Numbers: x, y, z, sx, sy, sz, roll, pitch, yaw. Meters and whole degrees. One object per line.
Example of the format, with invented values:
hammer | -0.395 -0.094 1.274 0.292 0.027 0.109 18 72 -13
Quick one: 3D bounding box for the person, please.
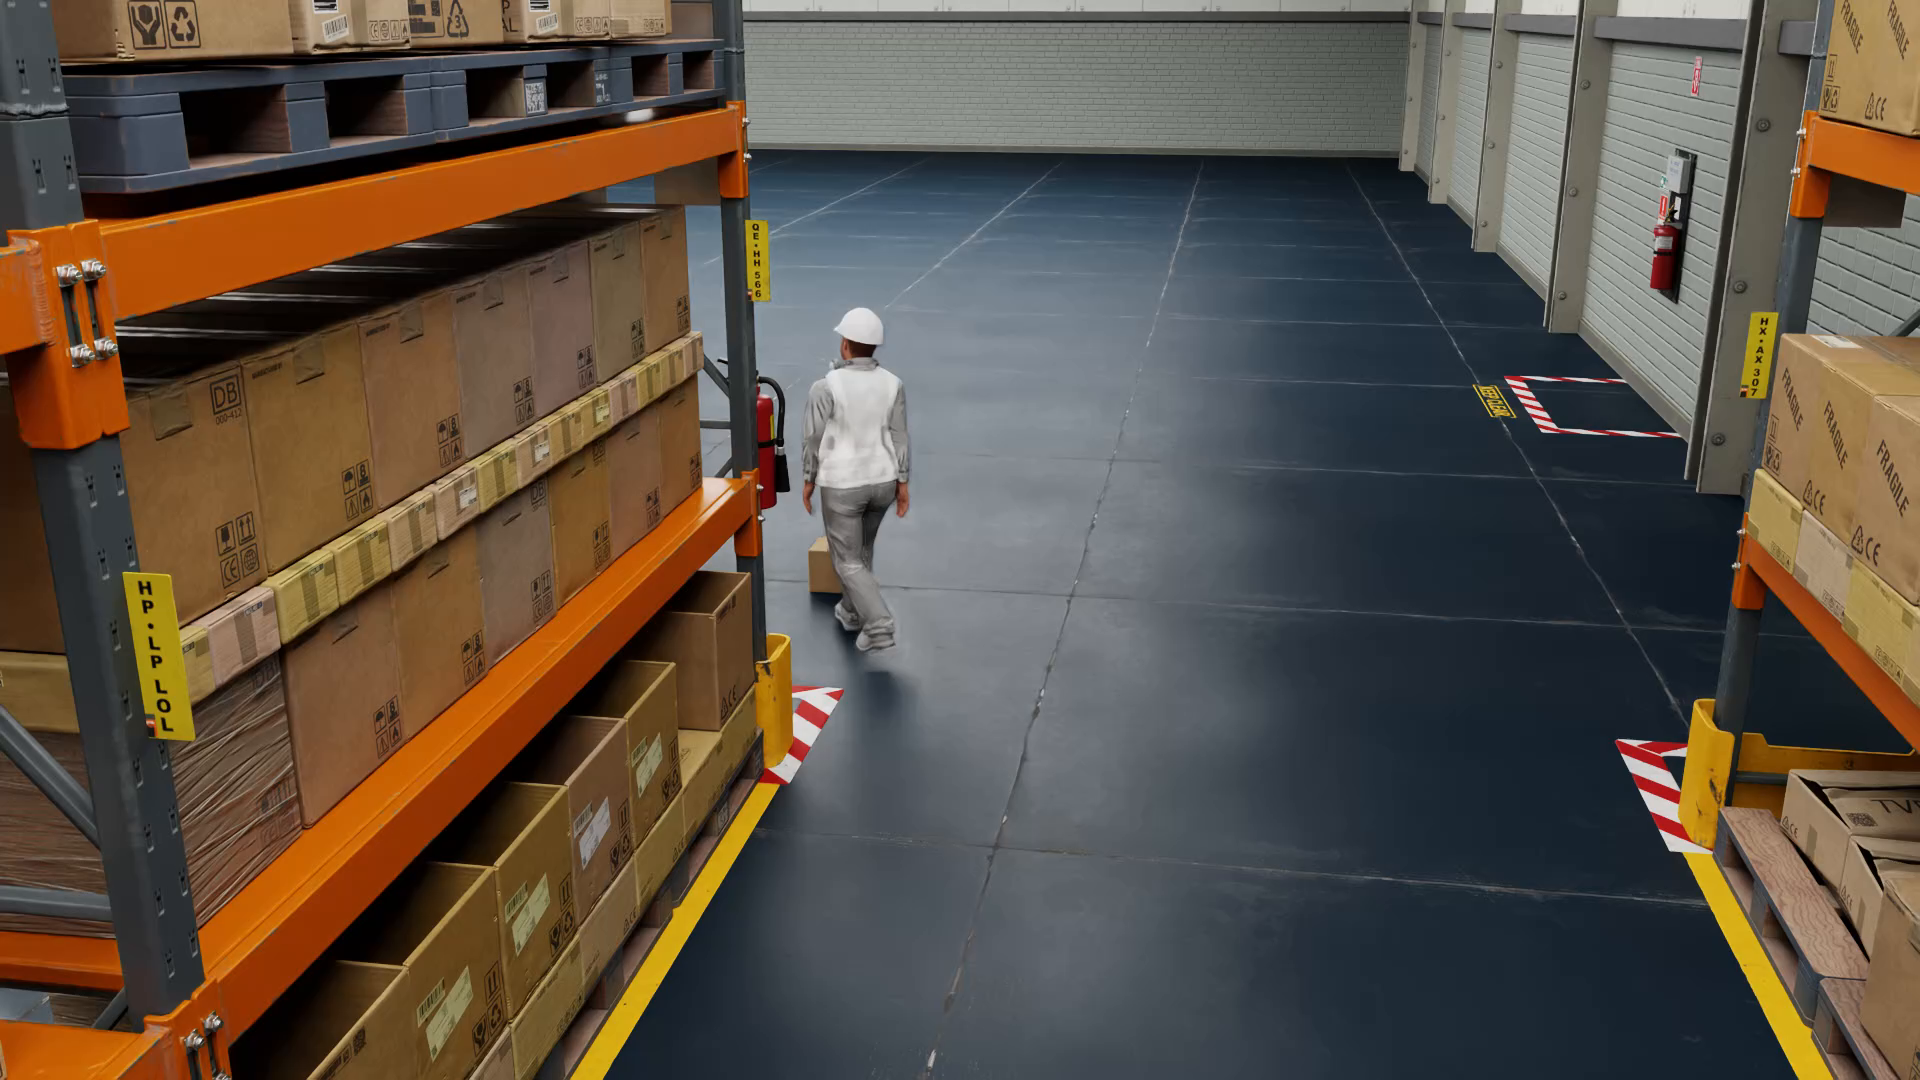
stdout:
person | -0.522 -0.294 8.437 0.549 1.747 0.877 -11 21 -30
